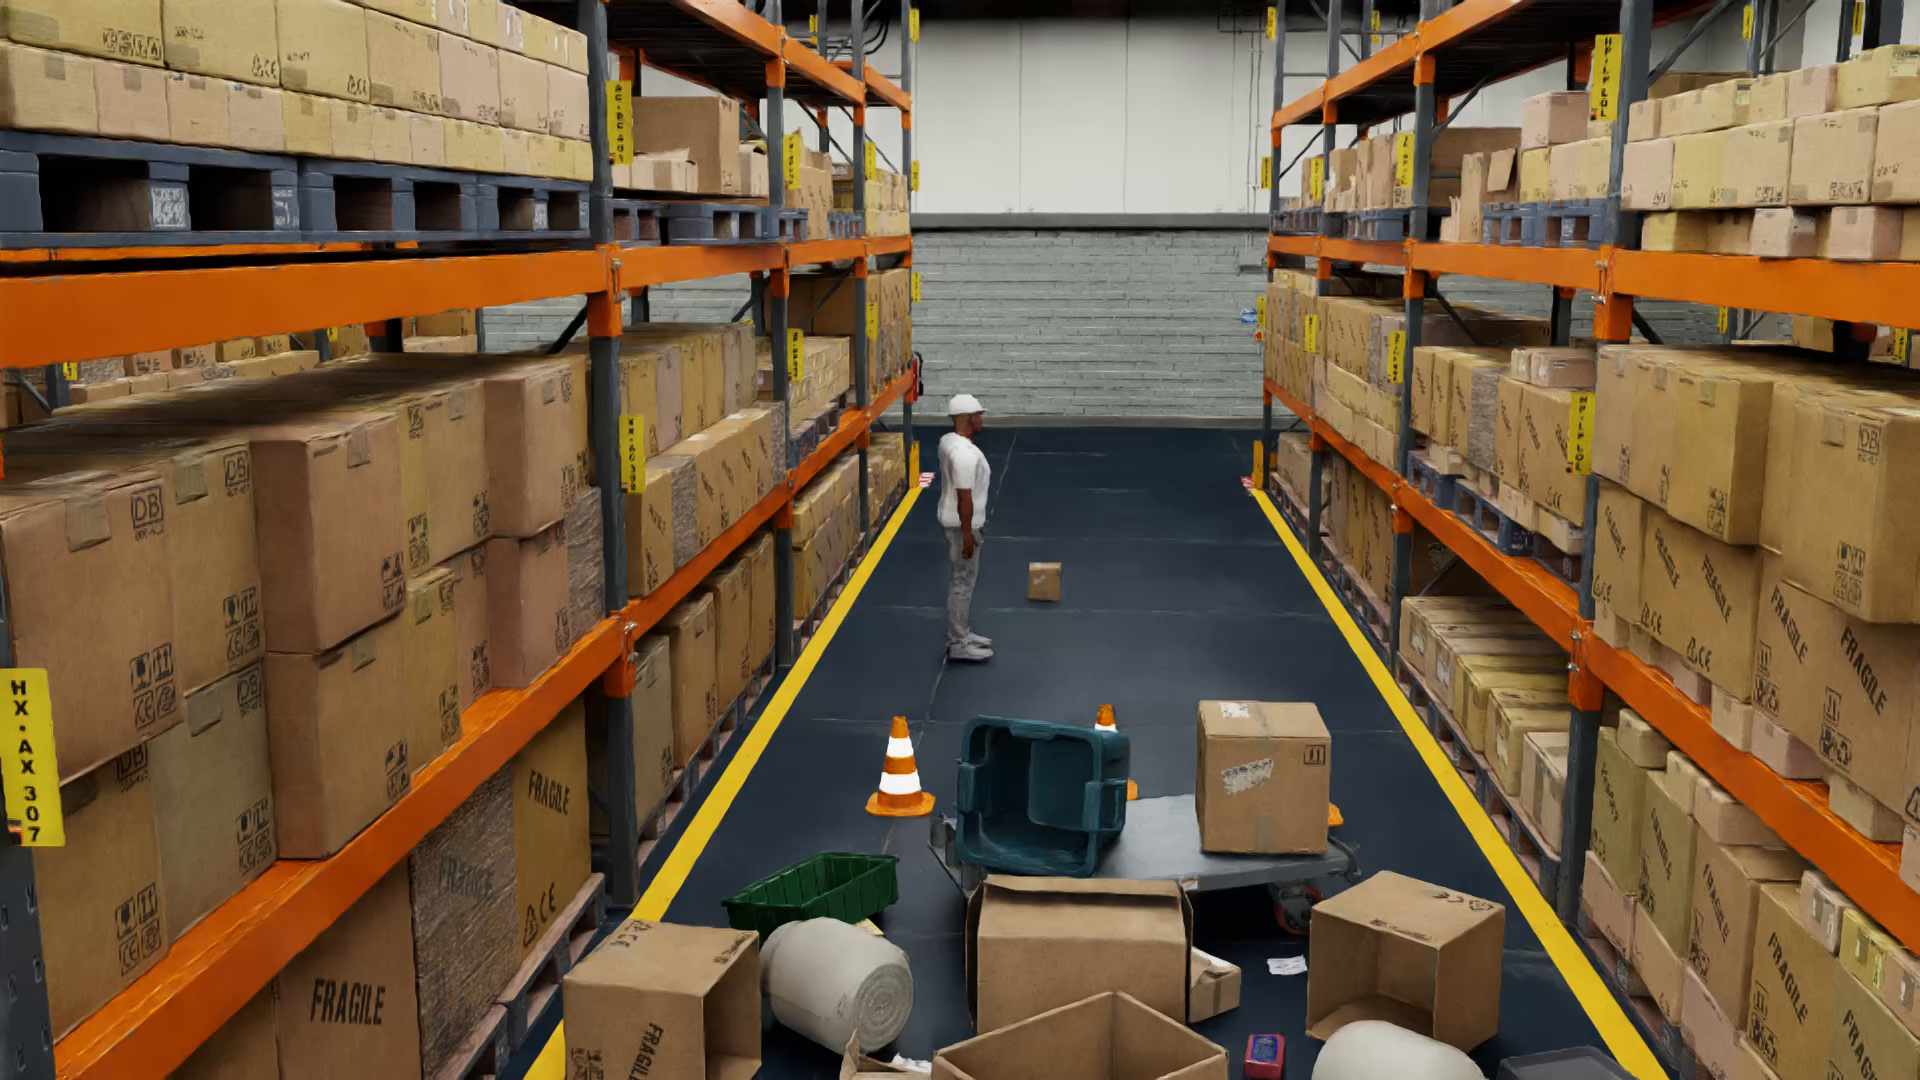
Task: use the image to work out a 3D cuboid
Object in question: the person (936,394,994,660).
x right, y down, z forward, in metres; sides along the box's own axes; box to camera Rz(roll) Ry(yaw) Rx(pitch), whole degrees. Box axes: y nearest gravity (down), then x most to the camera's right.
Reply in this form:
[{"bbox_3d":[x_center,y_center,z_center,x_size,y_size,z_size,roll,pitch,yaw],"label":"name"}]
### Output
[{"bbox_3d":[0.040,-0.106,11.287,0.384,1.772,0.627,-1,11,-8],"label":"person"}]
